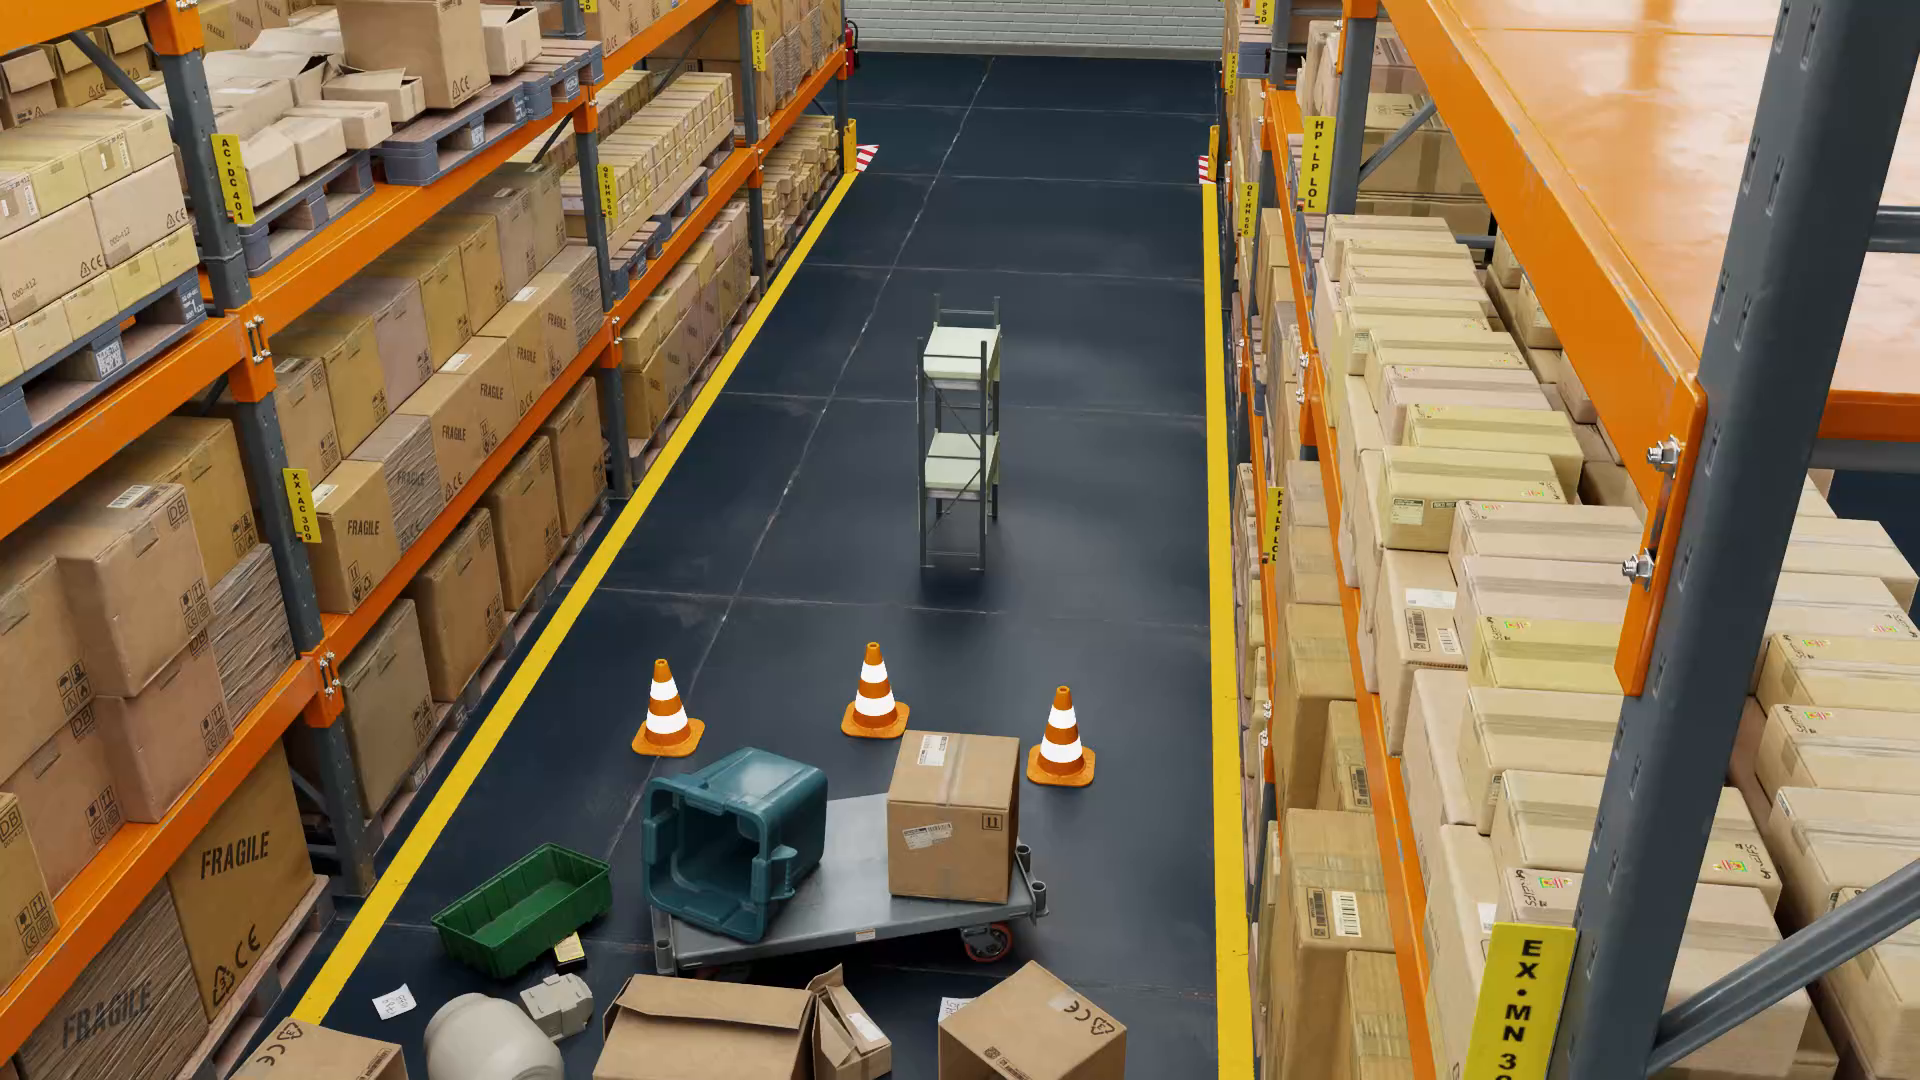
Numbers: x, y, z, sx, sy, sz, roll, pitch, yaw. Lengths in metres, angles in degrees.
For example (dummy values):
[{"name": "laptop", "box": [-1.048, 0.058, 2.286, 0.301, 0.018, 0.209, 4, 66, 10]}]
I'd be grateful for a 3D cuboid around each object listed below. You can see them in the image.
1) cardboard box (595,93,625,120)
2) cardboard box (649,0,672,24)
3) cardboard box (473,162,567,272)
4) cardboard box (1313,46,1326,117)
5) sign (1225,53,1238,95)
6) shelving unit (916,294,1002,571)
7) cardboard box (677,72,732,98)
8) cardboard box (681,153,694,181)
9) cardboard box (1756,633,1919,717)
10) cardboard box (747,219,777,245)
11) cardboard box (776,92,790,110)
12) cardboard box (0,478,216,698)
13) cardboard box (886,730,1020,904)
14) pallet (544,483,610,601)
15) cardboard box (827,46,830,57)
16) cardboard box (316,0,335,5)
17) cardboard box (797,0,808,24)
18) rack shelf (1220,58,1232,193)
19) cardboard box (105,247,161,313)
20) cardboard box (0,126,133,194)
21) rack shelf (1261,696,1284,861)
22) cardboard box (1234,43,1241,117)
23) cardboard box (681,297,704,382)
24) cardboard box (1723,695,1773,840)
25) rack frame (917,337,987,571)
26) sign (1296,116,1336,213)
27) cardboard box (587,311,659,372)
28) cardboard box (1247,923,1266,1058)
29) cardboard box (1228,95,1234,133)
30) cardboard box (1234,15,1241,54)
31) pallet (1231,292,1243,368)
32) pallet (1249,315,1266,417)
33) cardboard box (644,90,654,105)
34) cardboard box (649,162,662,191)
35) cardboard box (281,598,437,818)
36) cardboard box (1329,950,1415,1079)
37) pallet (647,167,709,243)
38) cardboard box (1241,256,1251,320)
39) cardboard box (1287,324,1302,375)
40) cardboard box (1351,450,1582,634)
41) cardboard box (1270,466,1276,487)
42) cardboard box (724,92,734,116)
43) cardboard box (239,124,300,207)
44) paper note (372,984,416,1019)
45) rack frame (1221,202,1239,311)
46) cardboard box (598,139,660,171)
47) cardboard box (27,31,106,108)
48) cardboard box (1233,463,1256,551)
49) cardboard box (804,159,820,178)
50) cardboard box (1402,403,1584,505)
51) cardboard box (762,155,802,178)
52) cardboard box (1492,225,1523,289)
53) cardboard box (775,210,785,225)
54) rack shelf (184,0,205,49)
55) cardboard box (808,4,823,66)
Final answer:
[{"name": "cardboard box", "box": [-2.795, -3.324, 12.745, 0.380, 0.149, 0.250, 3, 28, 6]}, {"name": "cardboard box", "box": [-2.241, -3.723, 11.022, 0.500, 0.500, 0.500, 3, 28, 6]}, {"name": "cardboard box", "box": [-2.750, -1.907, 9.760, 0.700, 0.500, 0.500, 3, 28, 6]}, {"name": "cardboard box", "box": [2.081, -2.040, 7.894, 0.797, 0.503, 0.637, 3, 28, 6]}, {"name": "sign", "box": [2.179, -3.724, 13.295, 0.100, 0.325, 0.005, 3, 28, 6]}, {"name": "shelving unit", "box": [-0.001, -0.657, 10.181, 0.431, 1.500, 0.755, 3, 28, 6]}, {"name": "cardboard box", "box": [-2.051, -3.652, 13.354, 0.380, 0.149, 0.250, 5, 29, 9]}, {"name": "cardboard box", "box": [-2.204, -2.779, 12.360, 0.380, 0.149, 0.250, 5, 29, 8]}, {"name": "cardboard box", "box": [1.717, 0.308, 3.069, 0.380, 0.149, 0.250, 3, 28, 6]}, {"name": "cardboard box", "box": [-1.833, -2.729, 14.695, 0.380, 0.149, 0.250, 5, 29, 9]}, {"name": "cardboard box", "box": [-1.762, -4.017, 15.101, 0.380, 0.149, 0.250, 4, 29, 7]}, {"name": "cardboard box", "box": [-3.207, 0.145, 5.813, 0.875, 0.550, 0.550, 3, 28, 6]}, {"name": "cardboard box", "box": [-0.021, 1.167, 7.050, 0.500, 0.500, 0.500, 3, 28, 6]}, {"name": "pallet", "box": [-2.857, -0.039, 10.392, 1.003, 0.211, 1.213, 3, 28, 6]}, {"name": "cardboard box", "box": [-1.532, -5.004, 16.933, 0.380, 0.149, 0.250, 3, 28, 6]}, {"name": "cardboard box", "box": [-6.414, -5.886, 17.358, 0.500, 0.500, 0.500, 4, 29, 7]}, {"name": "cardboard box", "box": [-1.693, -5.052, 15.283, 0.500, 0.500, 0.500, 2, 28, 4]}, {"name": "rack shelf", "box": [2.975, -3.901, 15.379, 1.077, 0.370, 4.000, 3, 28, 6]}, {"name": "cardboard box", "box": [-2.933, -0.881, 5.569, 0.380, 0.149, 0.250, 4, 29, 7]}, {"name": "cardboard box", "box": [-2.935, -1.231, 5.378, 0.380, 0.149, 0.250, 3, 28, 6]}, {"name": "rack shelf", "box": [1.505, 1.748, 4.894, 1.077, 0.370, 4.000, 3, 28, 6]}, {"name": "cardboard box", "box": [2.391, -3.570, 12.847, 0.500, 0.500, 0.500, 4, 29, 7]}, {"name": "cardboard box", "box": [-2.229, -1.515, 12.384, 0.500, 0.500, 0.500, 3, 28, 5]}, {"name": "cardboard box", "box": [1.657, 0.529, 3.079, 0.500, 0.250, 0.500, 3, 28, 5]}, {"name": "rack frame", "box": [-0.046, -0.485, 9.861, 0.400, 1.500, 0.023, 3, 28, 6]}, {"name": "sign", "box": [1.198, -1.263, 5.600, 0.100, 0.325, 0.005, 3, 28, 6]}, {"name": "cardboard box", "box": [-2.361, -1.359, 11.303, 0.500, 0.250, 0.500, 2, 28, 4]}, {"name": "cardboard box", "box": [1.409, 1.777, 6.537, 0.500, 0.250, 0.500, 2, 28, 4]}, {"name": "cardboard box", "box": [2.591, -3.796, 14.320, 0.500, 0.500, 0.500, 3, 28, 5]}, {"name": "cardboard box", "box": [2.514, -3.999, 13.642, 0.500, 0.500, 0.500, 3, 28, 6]}, {"name": "pallet", "box": [2.710, -1.681, 13.440, 1.003, 0.211, 1.213, 3, 28, 6]}, {"name": "pallet", "box": [2.258, -0.967, 9.377, 1.213, 0.211, 1.003, 3, 28, 6]}, {"name": "cardboard box", "box": [-2.700, -3.563, 13.501, 0.380, 0.149, 0.250, 4, 29, 7]}, {"name": "cardboard box", "box": [-2.304, -2.544, 11.611, 0.380, 0.149, 0.250, 3, 28, 6]}, {"name": "cardboard box", "box": [-3.189, 0.757, 7.903, 1.050, 0.750, 0.750, 3, 28, 6]}, {"name": "cardboard box", "box": [1.175, 1.266, 3.556, 0.700, 0.500, 0.500, 4, 29, 7]}, {"name": "pallet", "box": [-2.483, -2.483, 12.191, 1.003, 0.211, 1.213, 3, 28, 6]}, {"name": "cardboard box", "box": [2.044, -1.581, 10.471, 0.500, 0.250, 0.500, 2, 28, 4]}, {"name": "cardboard box", "box": [1.664, -0.842, 7.397, 0.380, 0.149, 0.250, 2, 28, 4]}, {"name": "cardboard box", "box": [1.236, 0.011, 4.041, 0.500, 0.250, 0.500, 4, 29, 7]}, {"name": "cardboard box", "box": [1.612, -0.210, 7.591, 0.380, 0.149, 0.250, 4, 29, 7]}, {"name": "cardboard box", "box": [-2.048, -3.523, 13.427, 0.380, 0.149, 0.250, 4, 29, 8]}, {"name": "cardboard box", "box": [-2.854, -1.511, 6.614, 0.258, 0.266, 0.396, 3, 28, 5]}, {"name": "paper note", "box": [-2.359, 1.925, 6.936, 0.147, 0.020, 0.142, -17, 33, -29]}, {"name": "rack frame", "box": [2.730, -3.276, 13.461, 1.000, 3.000, 0.127, 3, 28, 6]}, {"name": "cardboard box", "box": [-2.307, -2.670, 11.530, 0.380, 0.149, 0.250, 5, 29, 9]}, {"name": "cardboard box", "box": [-7.271, -3.714, 13.111, 0.797, 0.503, 0.637, 4, 29, 7]}, {"name": "cardboard box", "box": [2.161, -0.156, 9.997, 0.950, 0.372, 0.625, 1, 28, 3]}, {"name": "cardboard box", "box": [-1.599, -3.706, 16.508, 0.380, 0.149, 0.250, 4, 29, 7]}, {"name": "cardboard box", "box": [1.279, -0.206, 4.023, 0.380, 0.149, 0.250, 4, 29, 7]}, {"name": "cardboard box", "box": [-1.731, -3.592, 15.983, 0.380, 0.149, 0.250, 3, 29, 6]}, {"name": "cardboard box", "box": [1.928, -0.910, 5.330, 0.380, 0.149, 0.250, 4, 29, 7]}, {"name": "cardboard box", "box": [-1.839, -2.967, 15.449, 0.380, 0.149, 0.250, 3, 28, 5]}, {"name": "rack shelf", "box": [-2.930, -2.840, 7.507, 1.077, 0.370, 4.000, 3, 28, 6]}, {"name": "cardboard box", "box": [-1.626, -4.866, 15.993, 0.500, 0.500, 0.500, 3, 29, 6]}]
